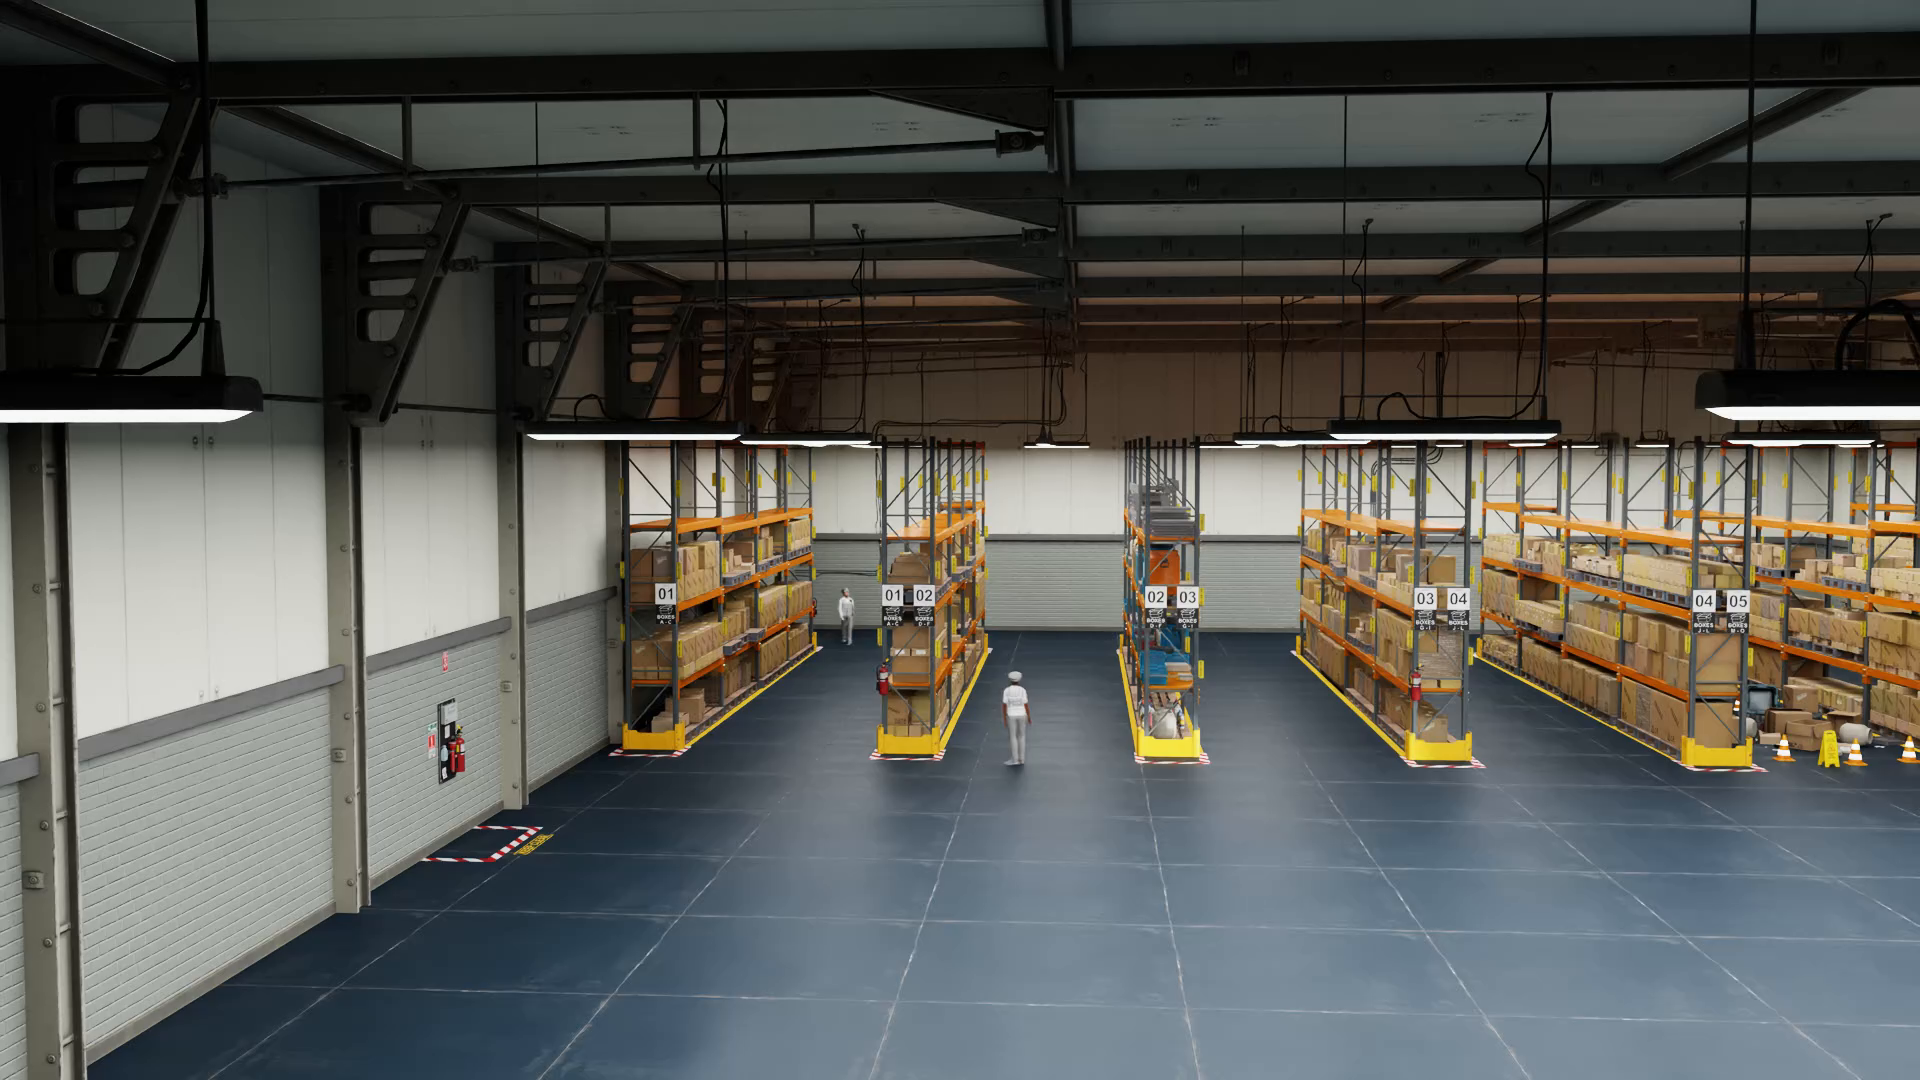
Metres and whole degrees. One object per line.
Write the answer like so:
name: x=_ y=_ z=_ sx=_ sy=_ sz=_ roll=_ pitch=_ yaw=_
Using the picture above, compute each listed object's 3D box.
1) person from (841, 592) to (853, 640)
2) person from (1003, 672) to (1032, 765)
person: x=-3.376 y=2.235 z=49.373 sx=0.376 sy=1.533 sz=0.796 roll=0 pitch=3 yaw=-4
person: x=1.040 y=3.250 z=30.367 sx=0.523 sy=1.696 sz=0.409 roll=0 pitch=3 yaw=-8
